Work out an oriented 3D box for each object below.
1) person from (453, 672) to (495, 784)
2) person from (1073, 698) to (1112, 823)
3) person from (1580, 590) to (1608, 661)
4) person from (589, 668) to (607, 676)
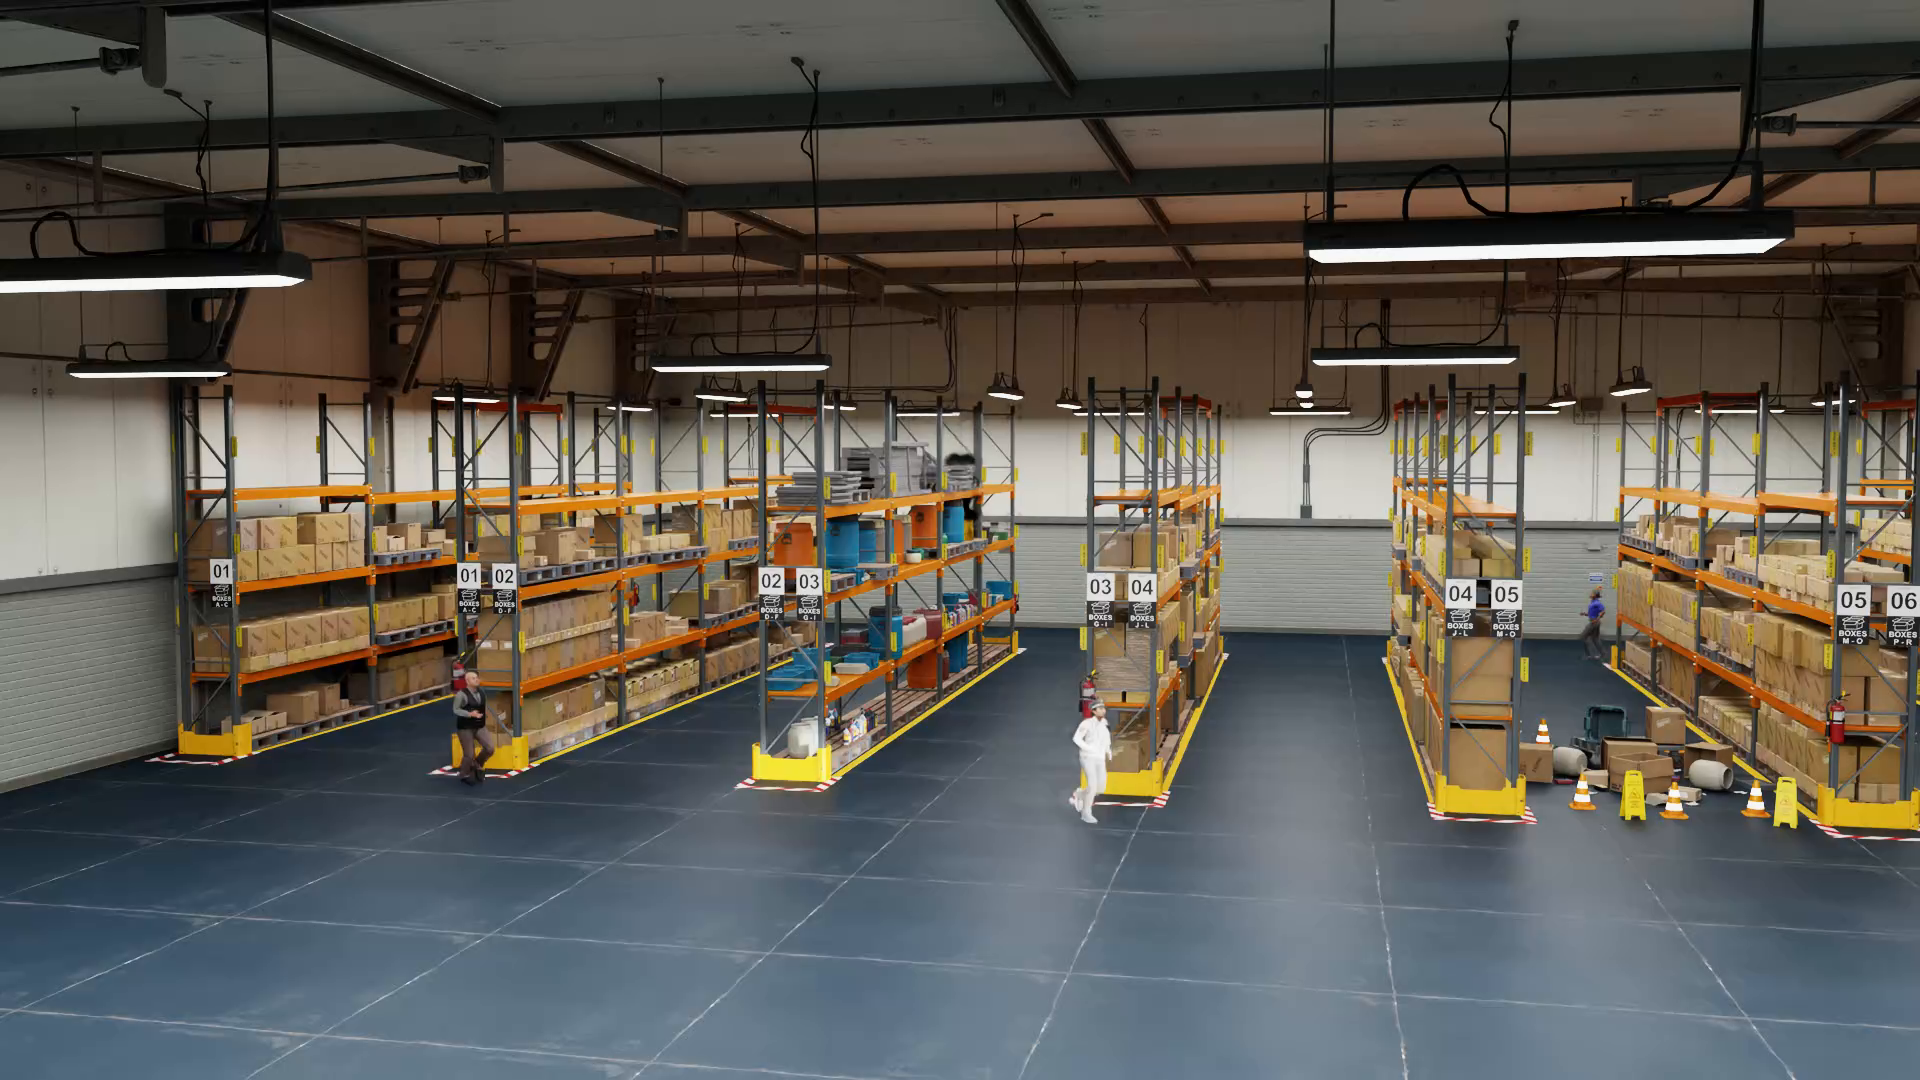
[{"bbox_3d":[-7.174,2.775,24.494,0.677,1.676,0.654,2,4,37],"label":"person"},{"bbox_3d":[1.795,2.940,22.376,0.657,1.648,0.601,-2,4,-34],"label":"person"},{"bbox_3d":[14.824,2.007,38.890,0.628,1.692,0.583,1,3,22],"label":"person"},{"bbox_3d":[-7.249,2.269,33.398,0.657,1.740,0.597,0,3,8],"label":"person"}]
